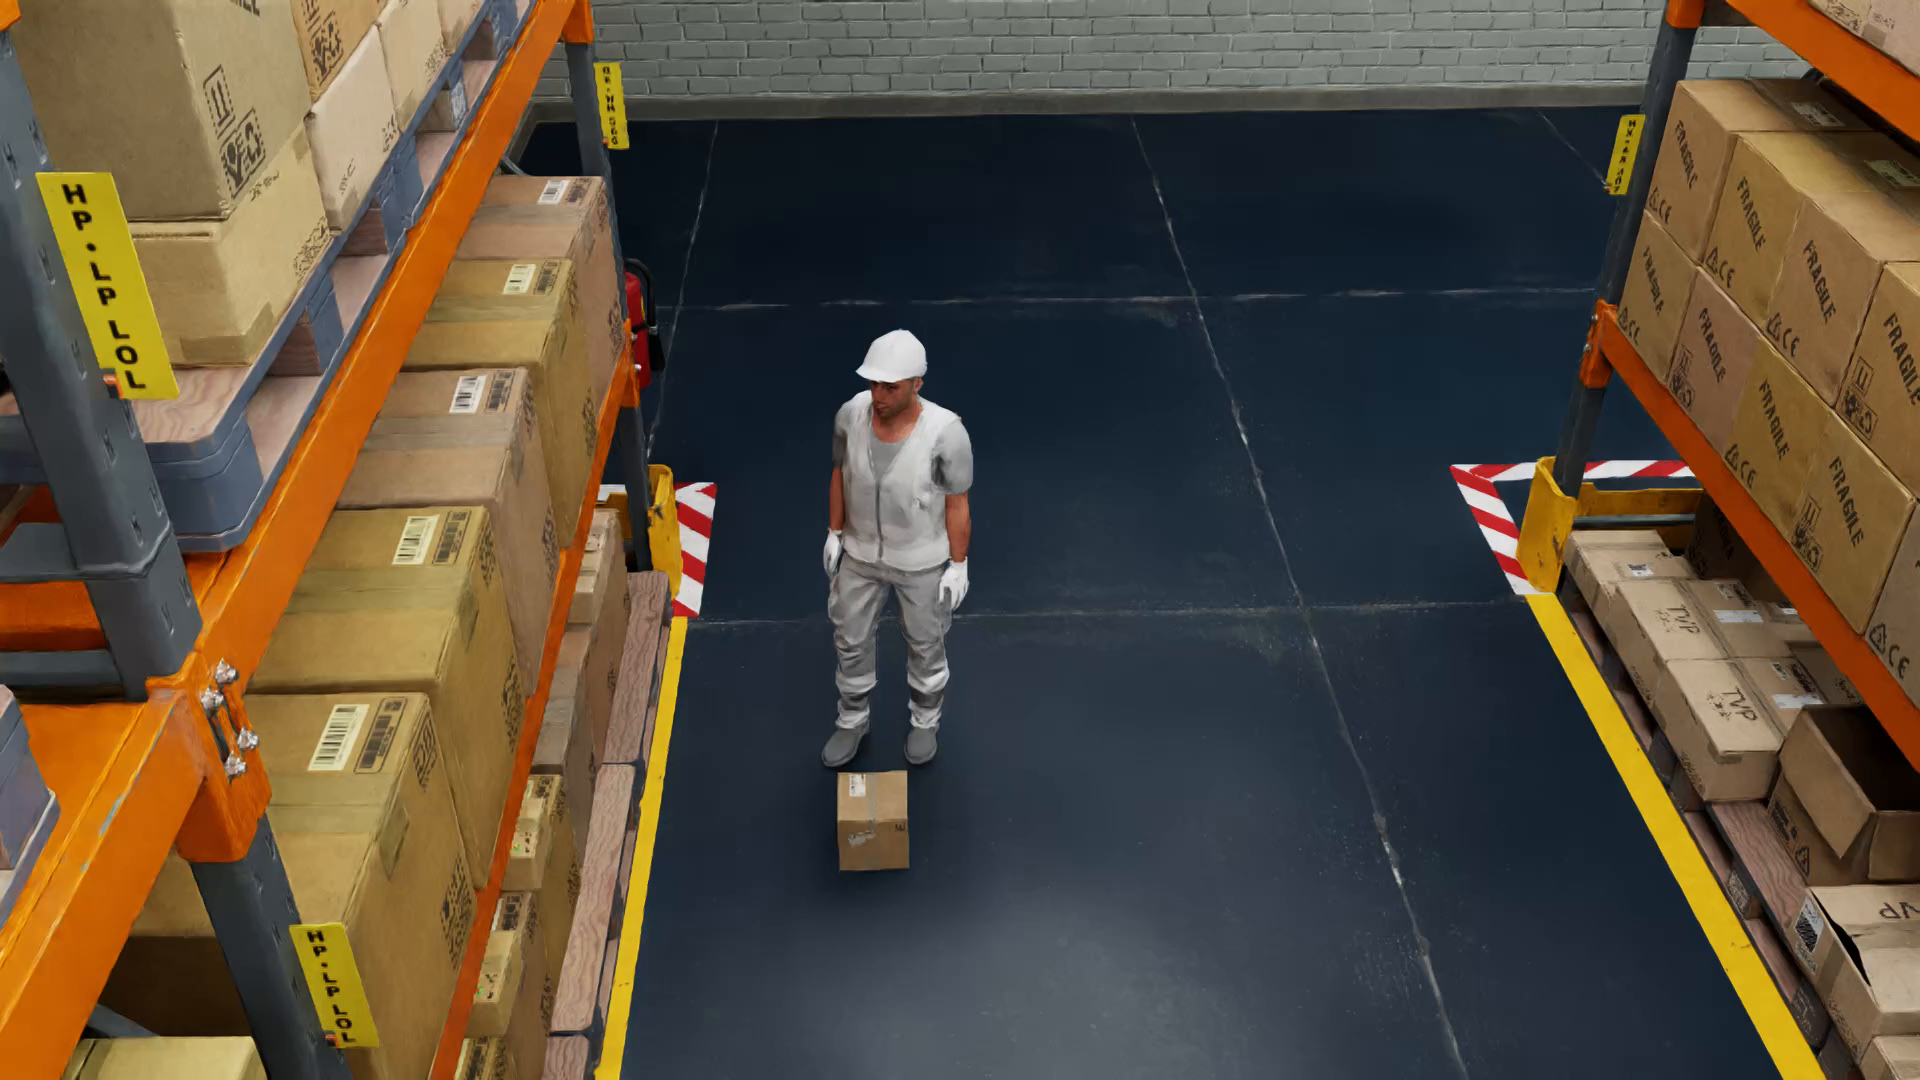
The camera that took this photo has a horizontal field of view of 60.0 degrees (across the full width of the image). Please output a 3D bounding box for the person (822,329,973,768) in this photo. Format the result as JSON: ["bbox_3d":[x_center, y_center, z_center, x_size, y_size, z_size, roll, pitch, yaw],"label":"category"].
[{"bbox_3d":[-0.249,0.077,5.997,0.569,1.793,0.420,12,37,16],"label":"person"}]
